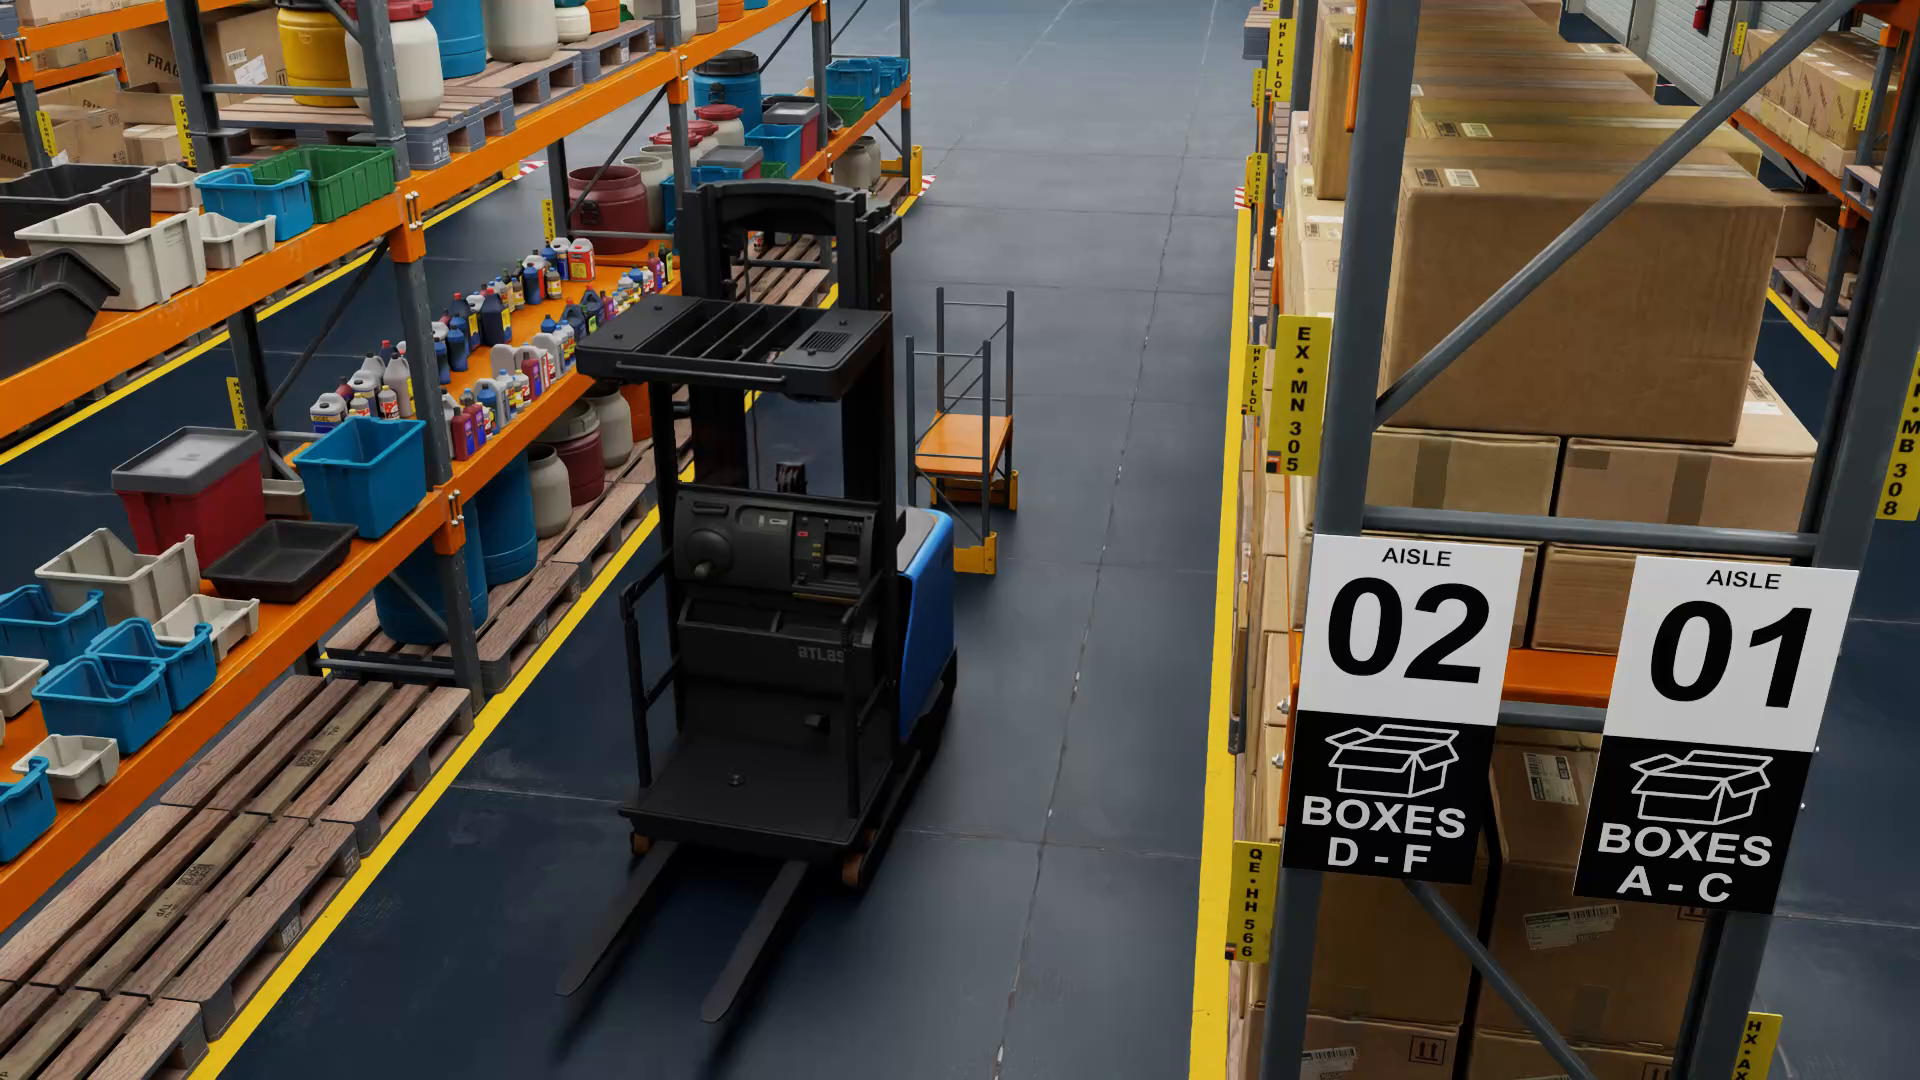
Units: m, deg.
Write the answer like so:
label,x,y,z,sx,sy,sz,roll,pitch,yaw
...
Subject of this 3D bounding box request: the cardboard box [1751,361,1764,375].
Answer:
label,x,y,z,sx,sy,sz,roll,pitch,yaw
cardboard box,1.628,-0.393,4.100,0.500,0.250,0.500,4,25,9

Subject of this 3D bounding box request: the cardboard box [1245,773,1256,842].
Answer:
label,x,y,z,sx,sy,sz,roll,pitch,yaw
cardboard box,1.172,0.853,5.272,0.500,0.500,0.500,4,25,9

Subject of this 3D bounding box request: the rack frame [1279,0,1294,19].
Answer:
label,x,y,z,sx,sy,sz,roll,pitch,yaw
rack frame,2.506,-4.533,9.820,1.000,3.000,0.127,4,25,9

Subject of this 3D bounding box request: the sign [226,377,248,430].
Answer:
label,x,y,z,sx,sy,sz,roll,pitch,yaw
sign,-3.576,-0.652,8.279,0.100,0.325,0.005,4,25,9

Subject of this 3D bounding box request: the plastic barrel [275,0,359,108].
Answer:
label,x,y,z,sx,sy,sz,roll,pitch,yaw
plastic barrel,-3.085,-2.518,8.335,0.600,0.588,0.600,0,25,0

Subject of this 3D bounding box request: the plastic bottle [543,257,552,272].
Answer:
label,x,y,z,sx,sy,sz,roll,pitch,yaw
plastic bottle,-2.832,-1.825,11.345,0.097,0.201,0.097,0,25,0

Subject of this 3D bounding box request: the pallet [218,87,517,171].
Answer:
label,x,y,z,sx,sy,sz,roll,pitch,yaw
pallet,-3.002,-2.096,8.373,1.213,0.211,1.003,4,25,9

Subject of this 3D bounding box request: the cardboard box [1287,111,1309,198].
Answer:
label,x,y,z,sx,sy,sz,roll,pitch,yaw
cardboard box,1.528,-1.474,6.410,0.500,0.250,0.500,4,25,9

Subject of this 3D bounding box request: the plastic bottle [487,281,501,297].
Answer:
label,x,y,z,sx,sy,sz,roll,pitch,yaw
plastic bottle,-2.967,-1.511,10.592,0.097,0.271,0.097,0,25,0

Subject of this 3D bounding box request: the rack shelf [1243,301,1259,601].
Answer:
label,x,y,z,sx,sy,sz,roll,pitch,yaw
rack shelf,2.179,-0.654,9.457,1.077,0.370,4.000,4,25,9

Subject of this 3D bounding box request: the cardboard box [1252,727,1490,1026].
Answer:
label,x,y,z,sx,sy,sz,roll,pitch,yaw
cardboard box,1.000,0.826,4.149,0.500,0.500,0.500,4,25,8

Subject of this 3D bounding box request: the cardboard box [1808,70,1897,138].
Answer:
label,x,y,z,sx,sy,sz,roll,pitch,yaw
cardboard box,7.896,-3.857,14.720,0.500,0.500,0.500,4,25,8

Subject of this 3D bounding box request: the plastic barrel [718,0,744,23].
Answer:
label,x,y,z,sx,sy,sz,roll,pitch,yaw
plastic barrel,-1.925,-4.316,12.388,0.600,0.830,0.708,4,25,9

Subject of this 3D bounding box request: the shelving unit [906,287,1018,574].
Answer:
label,x,y,z,sx,sy,sz,roll,pitch,yaw
shelving unit,0.012,-0.711,10.500,0.587,1.500,1.083,4,25,9

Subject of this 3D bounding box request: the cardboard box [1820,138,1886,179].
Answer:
label,x,y,z,sx,sy,sz,roll,pitch,yaw
cardboard box,7.826,-3.308,14.432,0.500,0.250,0.500,4,25,9

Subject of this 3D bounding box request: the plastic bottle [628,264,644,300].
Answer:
label,x,y,z,sx,sy,sz,roll,pitch,yaw
plastic bottle,-2.132,-1.679,10.951,0.097,0.271,0.097,0,25,0

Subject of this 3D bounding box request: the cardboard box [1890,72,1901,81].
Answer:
label,x,y,z,sx,sy,sz,roll,pitch,yaw
cardboard box,8.419,-3.826,14.655,0.500,0.500,0.500,4,25,8

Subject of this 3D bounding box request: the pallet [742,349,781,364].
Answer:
label,x,y,z,sx,sy,sz,roll,pitch,yaw
pallet,-2.013,-1.728,14.193,1.003,0.211,1.213,4,25,9

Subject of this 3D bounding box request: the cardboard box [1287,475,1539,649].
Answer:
label,x,y,z,sx,sy,sz,roll,pitch,yaw
cardboard box,1.022,0.006,3.838,0.500,0.250,0.500,4,25,9

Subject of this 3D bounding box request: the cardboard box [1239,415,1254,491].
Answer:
label,x,y,z,sx,sy,sz,roll,pitch,yaw
cardboard box,2.070,-0.493,10.696,0.500,0.500,0.500,3,25,7

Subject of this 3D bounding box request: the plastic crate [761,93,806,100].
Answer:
label,x,y,z,sx,sy,sz,roll,pitch,yaw
plastic crate,-1.813,-4.248,16.463,0.499,0.251,0.616,4,25,9

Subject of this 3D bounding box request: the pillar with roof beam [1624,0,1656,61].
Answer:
label,x,y,z,sx,sy,sz,roll,pitch,yaw
pillar with roof beam,7.154,-12.502,26.844,9.100,9.000,0.400,4,25,9

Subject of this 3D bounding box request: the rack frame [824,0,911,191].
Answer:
label,x,y,z,sx,sy,sz,roll,pitch,yaw
rack frame,-1.073,-5.507,18.977,1.000,3.000,0.127,4,25,9

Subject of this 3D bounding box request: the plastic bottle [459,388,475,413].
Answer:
label,x,y,z,sx,sy,sz,roll,pitch,yaw
plastic bottle,-2.649,-0.719,8.982,0.097,0.201,0.097,0,25,0

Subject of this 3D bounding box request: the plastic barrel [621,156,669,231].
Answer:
label,x,y,z,sx,sy,sz,roll,pitch,yaw
plastic barrel,-2.423,-2.657,12.755,0.421,0.512,0.421,0,25,0

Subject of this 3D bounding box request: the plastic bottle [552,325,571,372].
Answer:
label,x,y,z,sx,sy,sz,roll,pitch,yaw
plastic bottle,-2.347,-1.128,9.773,0.097,0.271,0.097,0,25,0

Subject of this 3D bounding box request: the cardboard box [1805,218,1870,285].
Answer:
label,x,y,z,sx,sy,sz,roll,pitch,yaw
cardboard box,8.178,-2.652,15.306,0.500,0.500,0.500,2,25,5

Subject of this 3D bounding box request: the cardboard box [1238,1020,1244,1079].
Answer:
label,x,y,z,sx,sy,sz,roll,pitch,yaw
cardboard box,1.229,1.936,5.800,0.500,0.250,0.500,4,25,9

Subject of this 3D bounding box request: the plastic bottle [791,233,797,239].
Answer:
label,x,y,z,sx,sy,sz,roll,pitch,yaw
plastic bottle,-1.724,-3.169,16.677,0.152,0.276,0.135,4,25,9

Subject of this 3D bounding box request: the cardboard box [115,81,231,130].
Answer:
label,x,y,z,sx,sy,sz,roll,pitch,yaw
cardboard box,-6.805,-3.683,14.462,0.797,0.503,0.637,7,26,14

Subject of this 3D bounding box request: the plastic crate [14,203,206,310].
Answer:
label,x,y,z,sx,sy,sz,roll,pitch,yaw
plastic crate,-3.021,-1.026,6.004,0.437,0.282,0.530,4,25,9

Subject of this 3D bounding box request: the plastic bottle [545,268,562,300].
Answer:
label,x,y,z,sx,sy,sz,roll,pitch,yaw
plastic bottle,-2.719,-1.718,11.117,0.097,0.201,0.097,0,25,0

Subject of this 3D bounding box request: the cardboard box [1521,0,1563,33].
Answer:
label,x,y,z,sx,sy,sz,roll,pitch,yaw
cardboard box,1.811,-1.794,6.209,0.700,0.500,0.500,4,25,9

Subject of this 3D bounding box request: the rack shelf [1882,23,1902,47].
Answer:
label,x,y,z,sx,sy,sz,roll,pitch,yaw
rack shelf,7.721,-3.344,11.666,1.077,0.370,4.000,4,25,9

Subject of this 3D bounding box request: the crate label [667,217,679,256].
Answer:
label,x,y,z,sx,sy,sz,roll,pitch,yaw
crate label,-1.941,-2.235,12.185,0.303,0.233,0.416,4,25,9

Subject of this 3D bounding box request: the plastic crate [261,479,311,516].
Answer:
label,x,y,z,sx,sy,sz,roll,pitch,yaw
plastic crate,-3.251,-0.211,7.903,0.396,0.136,0.243,4,25,9

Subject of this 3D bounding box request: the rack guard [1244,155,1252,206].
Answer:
label,x,y,z,sx,sy,sz,roll,pitch,yaw
rack guard,3.817,-4.040,18.791,1.175,0.500,0.348,4,25,9

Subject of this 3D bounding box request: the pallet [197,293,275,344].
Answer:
label,x,y,z,sx,sy,sz,roll,pitch,yaw
pallet,-6.936,-2.077,14.938,1.003,0.211,1.213,4,25,9

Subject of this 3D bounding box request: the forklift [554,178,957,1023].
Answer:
label,x,y,z,sx,sy,sz,roll,pitch,yaw
forklift,-0.879,0.050,7.187,1.130,2.935,3.031,6,26,13

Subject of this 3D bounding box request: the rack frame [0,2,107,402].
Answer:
label,x,y,z,sx,sy,sz,roll,pitch,yaw
rack frame,-7.266,-2.504,12.562,1.000,3.000,0.127,4,25,9

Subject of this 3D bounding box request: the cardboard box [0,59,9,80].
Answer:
label,x,y,z,sx,sy,sz,roll,pitch,yaw
cardboard box,-11.181,-5.464,18.708,0.875,0.550,0.500,4,25,9

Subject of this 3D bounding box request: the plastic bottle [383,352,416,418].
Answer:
label,x,y,z,sx,sy,sz,roll,pitch,yaw
plastic bottle,-3.064,-0.863,9.113,0.144,0.351,0.185,4,25,9

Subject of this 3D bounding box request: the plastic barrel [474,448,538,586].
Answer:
label,x,y,z,sx,sy,sz,roll,pitch,yaw
plastic barrel,-2.812,-0.250,9.726,0.600,0.901,0.708,4,25,9

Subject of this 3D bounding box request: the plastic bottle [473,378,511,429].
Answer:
label,x,y,z,sx,sy,sz,roll,pitch,yaw
plastic bottle,-2.523,-0.752,8.965,0.152,0.276,0.135,4,25,9

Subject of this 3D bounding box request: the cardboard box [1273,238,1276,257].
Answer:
label,x,y,z,sx,sy,sz,roll,pitch,yaw
cardboard box,2.380,-2.098,11.990,0.380,0.149,0.250,4,25,9

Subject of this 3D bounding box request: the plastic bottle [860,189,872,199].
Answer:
label,x,y,z,sx,sy,sz,roll,pitch,yaw
plastic bottle,-1.009,-3.571,17.534,0.152,0.276,0.135,4,25,9

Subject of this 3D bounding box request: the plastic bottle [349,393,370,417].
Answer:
label,x,y,z,sx,sy,sz,roll,pitch,yaw
plastic bottle,-3.215,-0.687,8.914,0.097,0.201,0.097,0,25,0

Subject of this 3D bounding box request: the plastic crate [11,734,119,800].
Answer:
label,x,y,z,sx,sy,sz,roll,pitch,yaw
plastic crate,-3.077,0.785,5.776,0.250,0.136,0.298,4,25,9

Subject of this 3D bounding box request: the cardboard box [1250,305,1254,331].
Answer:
label,x,y,z,sx,sy,sz,roll,pitch,yaw
cardboard box,2.512,-1.680,12.887,0.500,0.311,0.500,4,25,8

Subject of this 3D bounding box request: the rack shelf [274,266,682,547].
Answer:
label,x,y,z,sx,sy,sz,roll,pitch,yaw
rack shelf,-2.707,-0.999,10.194,1.077,0.370,4.000,4,25,9

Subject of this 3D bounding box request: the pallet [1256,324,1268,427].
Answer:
label,x,y,z,sx,sy,sz,roll,pitch,yaw
pallet,2.193,-0.916,9.394,1.003,0.211,1.213,4,25,9

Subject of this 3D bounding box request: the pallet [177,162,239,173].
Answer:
label,x,y,z,sx,sy,sz,roll,pitch,yaw
pallet,-6.983,-3.248,14.377,1.003,0.211,1.213,4,25,9

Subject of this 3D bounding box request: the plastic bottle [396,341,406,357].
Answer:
label,x,y,z,sx,sy,sz,roll,pitch,yaw
plastic bottle,-3.146,-0.983,9.458,0.152,0.276,0.135,4,25,9

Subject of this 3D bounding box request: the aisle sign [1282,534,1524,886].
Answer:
label,x,y,z,sx,sy,sz,roll,pitch,yaw
aisle sign,0.885,0.360,3.377,0.394,0.787,0.004,4,25,9

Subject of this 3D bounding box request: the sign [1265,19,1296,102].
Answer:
label,x,y,z,sx,sy,sz,roll,pitch,yaw
sign,1.304,-1.951,6.768,0.100,0.325,0.005,4,25,9
